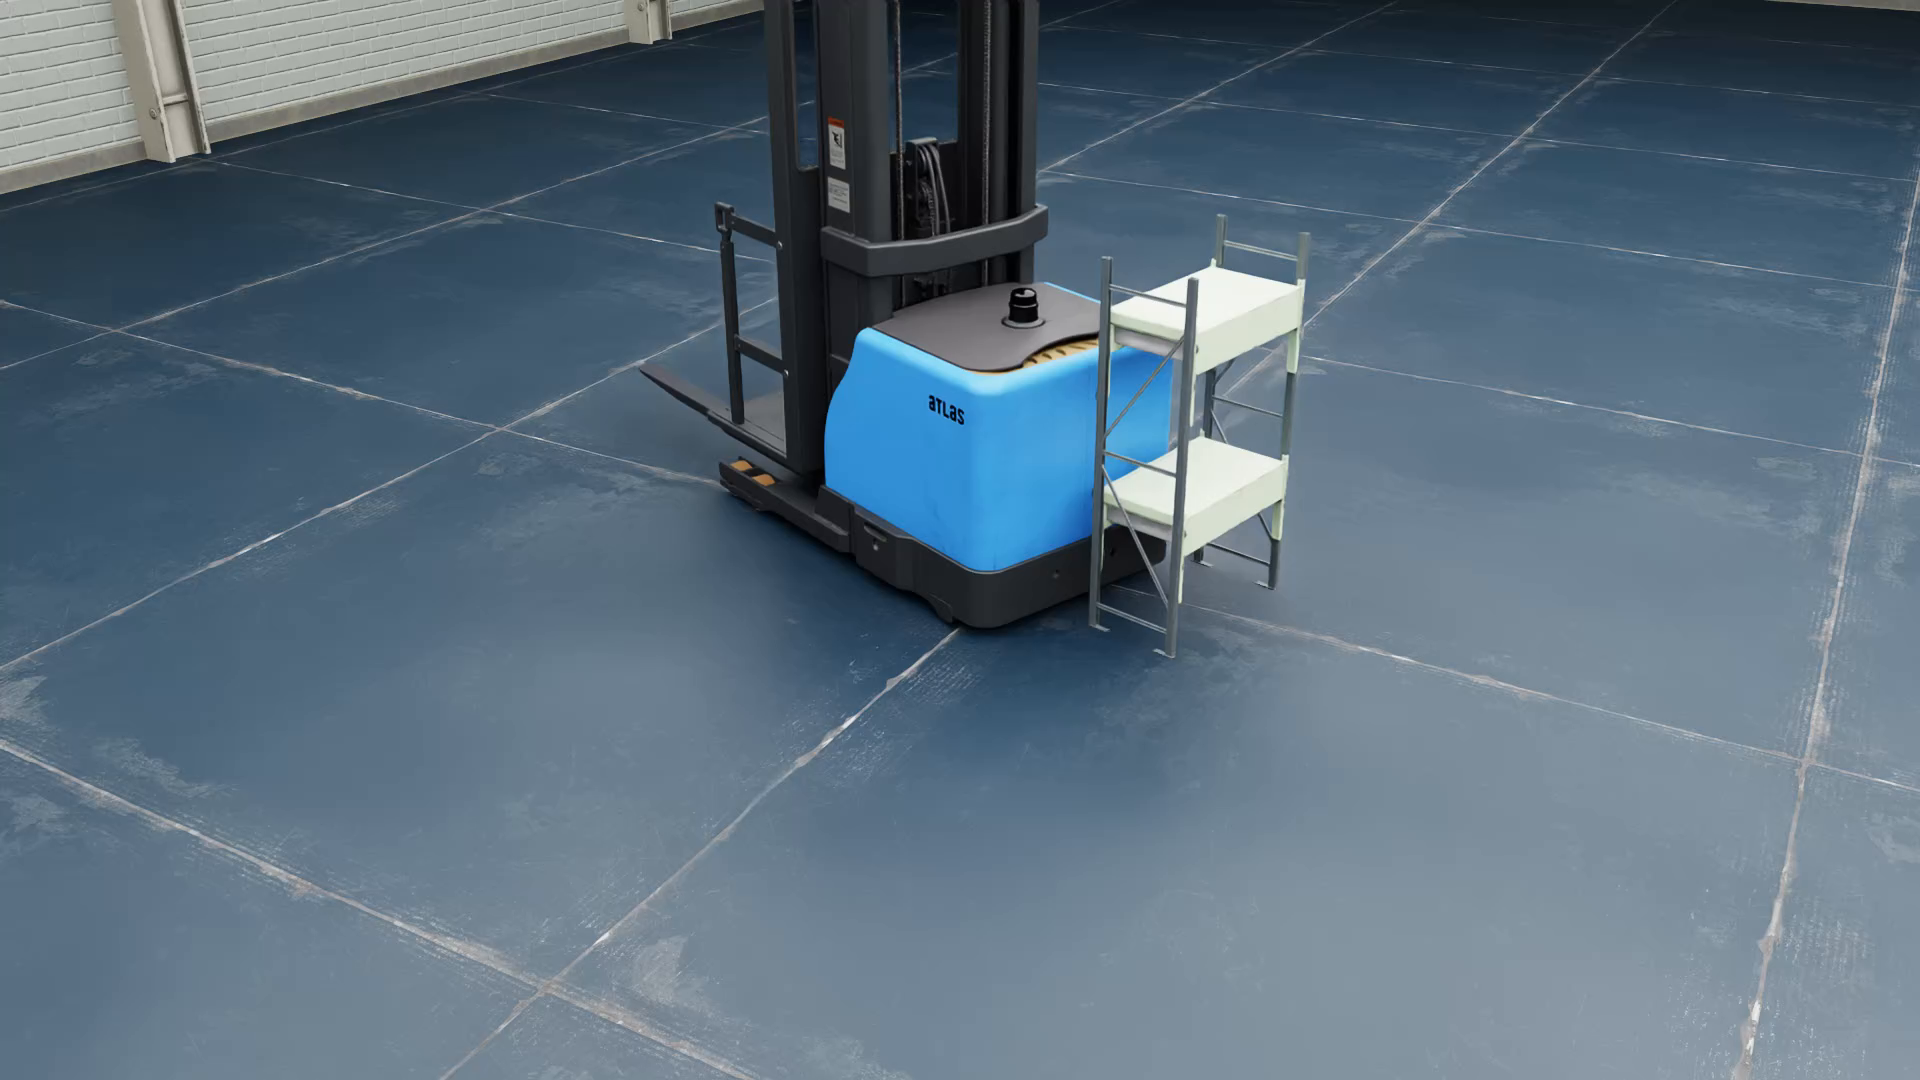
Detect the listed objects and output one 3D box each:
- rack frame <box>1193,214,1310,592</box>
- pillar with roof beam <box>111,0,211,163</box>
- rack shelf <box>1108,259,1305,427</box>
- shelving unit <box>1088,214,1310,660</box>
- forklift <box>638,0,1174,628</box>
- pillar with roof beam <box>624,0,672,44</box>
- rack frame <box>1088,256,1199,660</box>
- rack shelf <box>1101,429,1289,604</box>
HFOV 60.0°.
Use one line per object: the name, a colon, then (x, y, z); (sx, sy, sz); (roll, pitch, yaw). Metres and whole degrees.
rack frame: (1.146, -0.522, 6.616); (0.400, 1.500, 0.023); (21, 34, 36)
pillar with roof beam: (-2.586, -6.194, 9.570); (9.100, 9.000, 0.400); (14, 30, 26)
rack shelf: (0.903, -0.749, 6.196); (0.431, 0.370, 0.720); (21, 34, 36)
shelving unit: (0.904, -0.399, 6.370); (0.431, 1.500, 0.755); (21, 34, 36)
forklift: (-0.448, -1.563, 7.098); (1.130, 2.935, 3.031); (-20, 33, -34)
pillar with roof beam: (0.365, -8.532, 14.242); (9.100, 9.000, 0.400); (14, 30, 26)
rack frame: (0.663, -0.276, 6.125); (0.400, 1.500, 0.023); (21, 34, 36)
rack shelf: (0.905, -0.107, 6.515); (0.431, 0.370, 0.720); (21, 34, 36)
